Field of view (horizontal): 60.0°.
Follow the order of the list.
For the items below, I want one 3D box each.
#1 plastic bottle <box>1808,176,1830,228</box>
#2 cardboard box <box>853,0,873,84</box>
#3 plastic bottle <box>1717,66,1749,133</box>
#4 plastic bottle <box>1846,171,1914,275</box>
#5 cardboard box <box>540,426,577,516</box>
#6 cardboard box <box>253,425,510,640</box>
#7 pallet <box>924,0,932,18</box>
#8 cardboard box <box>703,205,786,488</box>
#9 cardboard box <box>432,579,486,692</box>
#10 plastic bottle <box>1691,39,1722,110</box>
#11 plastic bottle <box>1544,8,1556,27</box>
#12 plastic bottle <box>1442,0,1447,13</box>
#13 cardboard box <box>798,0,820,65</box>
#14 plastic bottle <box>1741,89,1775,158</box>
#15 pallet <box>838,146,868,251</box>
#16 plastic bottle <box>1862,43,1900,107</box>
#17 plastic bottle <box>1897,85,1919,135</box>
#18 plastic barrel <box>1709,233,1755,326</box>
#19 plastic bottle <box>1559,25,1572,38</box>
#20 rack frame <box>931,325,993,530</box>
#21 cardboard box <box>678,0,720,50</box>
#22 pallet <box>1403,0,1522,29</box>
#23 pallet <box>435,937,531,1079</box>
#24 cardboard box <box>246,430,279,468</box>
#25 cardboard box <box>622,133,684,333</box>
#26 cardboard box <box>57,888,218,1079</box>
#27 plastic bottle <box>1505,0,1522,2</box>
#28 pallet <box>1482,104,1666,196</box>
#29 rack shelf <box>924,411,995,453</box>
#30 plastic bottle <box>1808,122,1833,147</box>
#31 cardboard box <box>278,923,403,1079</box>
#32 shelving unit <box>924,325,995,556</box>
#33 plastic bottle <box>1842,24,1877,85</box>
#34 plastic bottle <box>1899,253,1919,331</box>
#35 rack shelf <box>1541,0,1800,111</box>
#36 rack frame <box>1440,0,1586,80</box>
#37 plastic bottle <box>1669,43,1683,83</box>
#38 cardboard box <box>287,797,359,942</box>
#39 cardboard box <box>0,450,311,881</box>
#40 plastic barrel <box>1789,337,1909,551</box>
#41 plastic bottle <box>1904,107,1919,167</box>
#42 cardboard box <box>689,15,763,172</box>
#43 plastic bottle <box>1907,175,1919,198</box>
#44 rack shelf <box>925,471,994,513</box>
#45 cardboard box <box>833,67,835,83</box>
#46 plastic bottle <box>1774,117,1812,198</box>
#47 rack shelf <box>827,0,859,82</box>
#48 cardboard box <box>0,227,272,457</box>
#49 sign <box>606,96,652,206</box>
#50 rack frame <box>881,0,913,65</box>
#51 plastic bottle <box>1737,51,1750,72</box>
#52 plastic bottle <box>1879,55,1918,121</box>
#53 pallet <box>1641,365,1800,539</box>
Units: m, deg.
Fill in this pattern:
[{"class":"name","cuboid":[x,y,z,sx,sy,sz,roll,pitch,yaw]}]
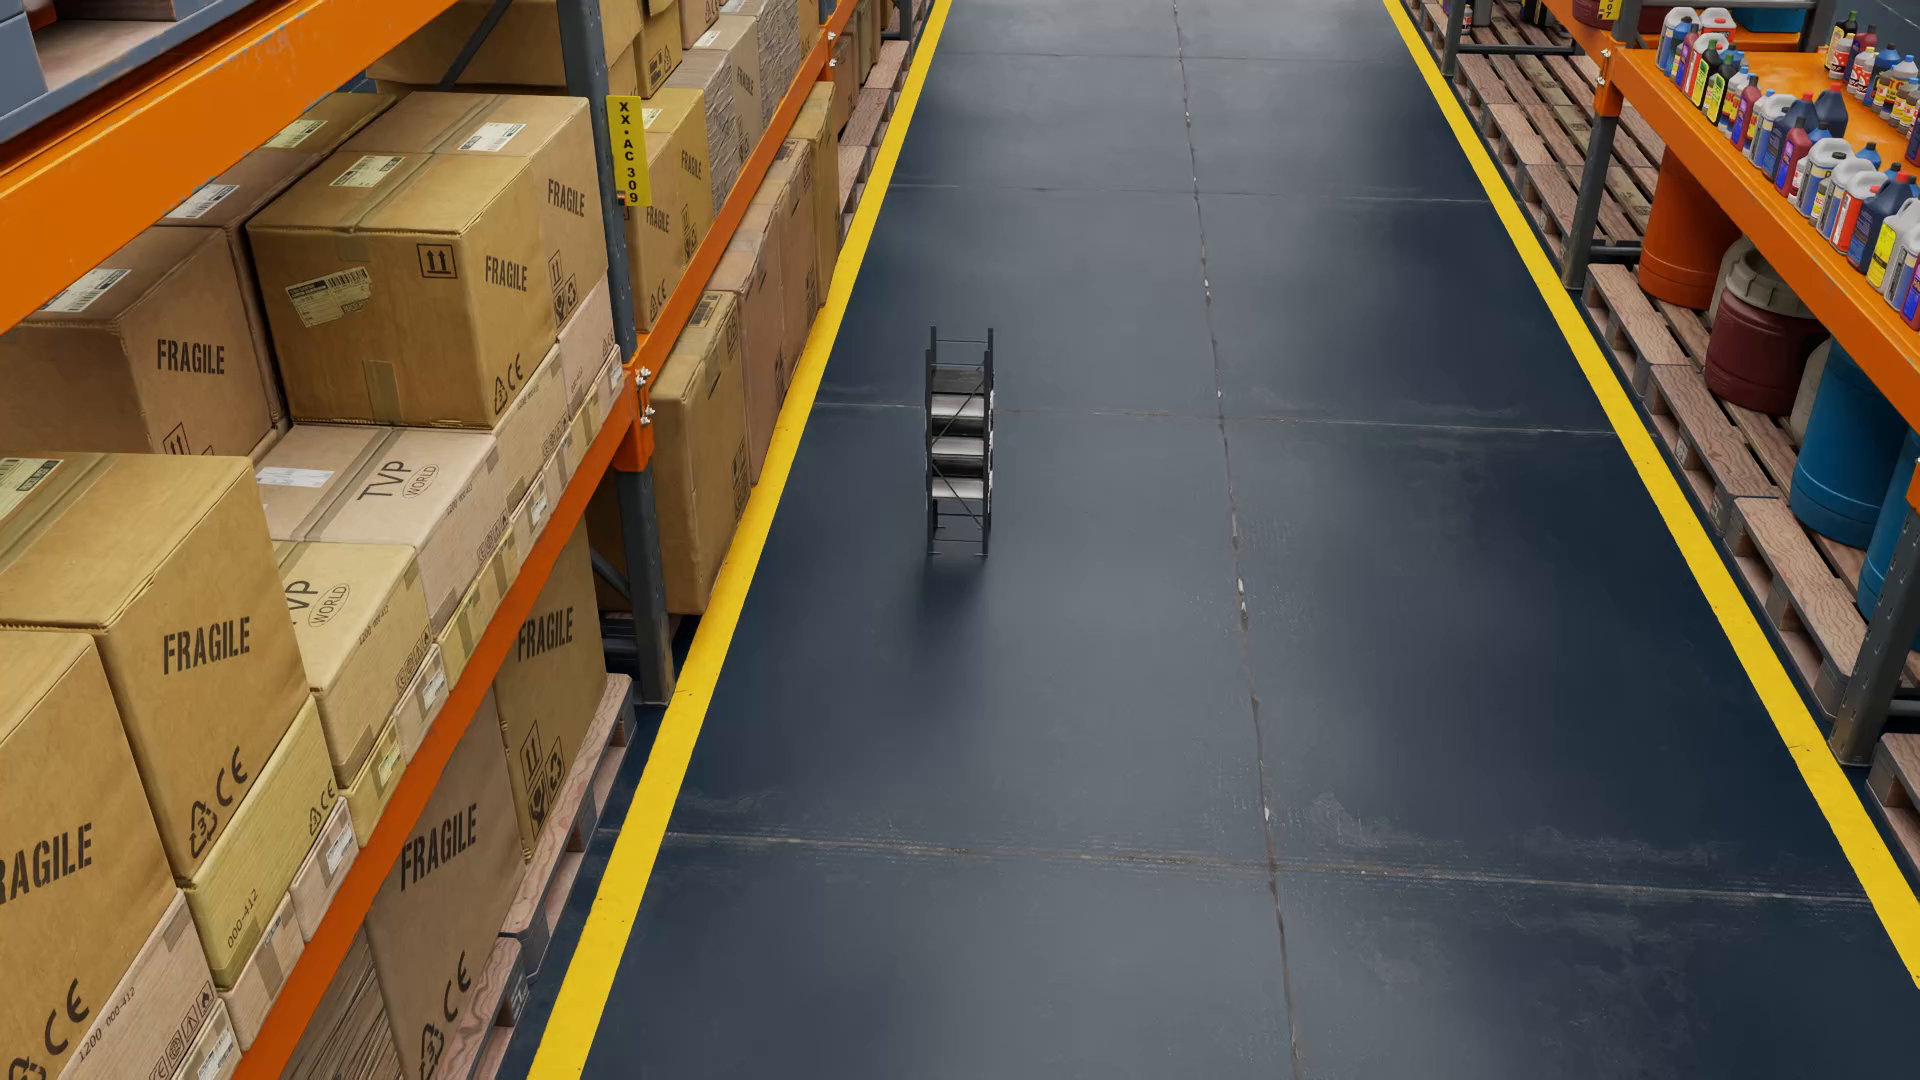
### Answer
[{"class":"plastic bottle","cuboid":[3.199,-1.255,6.116,0.097,0.201,0.097,0,32,0]},{"class":"cardboard box","cuboid":[-0.989,-3.482,11.504,0.700,0.500,0.500,2,32,4]},{"class":"plastic bottle","cuboid":[3.290,-1.865,7.040,0.097,0.271,0.097,0,32,0]},{"class":"plastic bottle","cuboid":[3.189,-1.103,5.727,0.144,0.351,0.185,2,32,4]},{"class":"cardboard box","cuboid":[-1.251,-0.195,4.446,0.380,0.149,0.250,2,32,3]},{"class":"cardboard box","cuboid":[-1.366,-0.027,3.794,0.500,0.250,0.500,3,32,5]},{"class":"pallet","cuboid":[-0.743,-4.732,14.228,1.003,0.211,1.213,2,32,4]},{"class":"cardboard box","cuboid":[-1.407,-0.821,6.848,1.225,0.875,0.875,1,32,2]},{"class":"cardboard box","cuboid":[-1.314,0.208,3.792,0.380,0.149,0.250,2,32,3]},{"class":"plastic bottle","cuboid":[3.300,-2.052,7.332,0.061,0.283,0.133,2,32,4]},{"class":"plastic bottle","cuboid":[4.539,-4.062,12.658,0.152,0.276,0.135,4,32,6]},{"class":"plastic bottle","cuboid":[3.829,-4.283,13.010,0.061,0.283,0.133,5,32,7]},{"class":"cardboard box","cuboid":[-0.978,-2.610,8.030,0.500,0.500,0.500,3,32,5]},{"class":"plastic bottle","cuboid":[3.263,-1.693,6.761,0.097,0.271,0.097,0,32,0]},{"class":"pallet","cuboid":[-1.120,-2.057,9.887,1.003,0.211,1.213,2,32,4]},{"class":"plastic bottle","cuboid":[4.081,-2.057,7.352,0.097,0.271,0.097,0,32,0]},{"class":"plastic bottle","cuboid":[4.050,-1.824,7.040,0.097,0.201,0.097,0,32,0]},{"class":"plastic barrel","cuboid":[3.772,-1.188,7.790,0.421,0.512,0.421,0,32,0]},{"class":"plastic bottle","cuboid":[4.540,-3.889,12.383,0.097,0.271,0.097,0,32,0]},{"class":"rack frame","cuboid":[0.008,-0.432,6.593,0.240,0.900,0.006,2,32,4]},{"class":"cardboard box","cuboid":[-1.365,-2.232,6.461,0.797,0.503,0.637,3,32,6]},{"class":"pallet","cuboid":[4.270,-4.518,13.879,1.003,0.211,1.213,2,32,4]},{"class":"pallet","cuboid":[-1.748,1.477,4.152,1.003,0.211,1.213,2,32,4]},{"class":"cardboard box","cuboid":[-1.892,-0.041,3.817,0.500,0.250,0.500,3,32,5]},{"class":"cardboard box","cuboid":[-1.224,-1.016,5.445,0.500,0.500,0.500,3,32,4]},{"class":"cardboard box","cuboid":[-1.493,0.773,2.496,0.500,0.250,0.500,2,32,3]},{"class":"plastic bottle","cuboid":[4.457,-4.462,13.308,0.152,0.276,0.135,2,32,4]},{"class":"pallet","cuboid":[3.955,-2.477,10.567,1.003,0.211,1.213,2,32,4]},{"class":"rack shelf","cuboid":[-0.001,-0.427,6.477,0.258,0.077,0.200,2,32,4]},{"class":"plastic bottle","cuboid":[3.290,-1.473,6.404,0.097,0.271,0.097,0,32,0]},{"class":"cardboard box","cuboid":[-1.790,1.259,3.472,0.875,0.875,0.875,2,32,4]},{"class":"shelving unit","cuboid":[-0.001,-0.379,6.507,0.258,0.900,0.210,2,32,4]},{"class":"plastic bottle","cuboid":[4.125,-2.224,7.611,0.061,0.283,0.133,2,32,4]},{"class":"plastic bottle","cuboid":[3.109,-0.826,5.342,0.061,0.283,0.133,2,32,4]},{"class":"rack shelf","cuboid":[3.914,-3.364,10.035,1.077,0.370,4.000,2,32,4]},{"class":"rack frame","cuboid":[4.077,-4.716,11.543,1.000,3.000,0.127,2,32,4]},{"class":"plastic bottle","cuboid":[3.349,-2.217,7.677,0.097,0.201,0.097,0,32,0]},{"class":"cardboard box","cuboid":[-1.377,0.611,3.140,0.380,0.149,0.250,2,32,3]},{"class":"cardboard box","cuboid":[-1.452,0.193,2.722,0.500,0.500,0.500,2,32,3]},{"class":"plastic barrel","cuboid":[3.545,-0.472,6.256,0.600,0.901,0.708,2,32,4]},{"class":"plastic bottle","cuboid":[3.892,-1.656,6.690,0.061,0.283,0.133,2,32,4]},{"class":"cardboard box","cuboid":[-1.106,-1.811,6.735,0.500,0.500,0.500,3,32,5]},{"class":"plastic bottle","cuboid":[3.332,-1.157,5.891,0.097,0.271,0.097,0,32,0]},{"class":"rack shelf","cuboid":[-0.001,-0.197,6.619,0.258,0.077,0.200,2,32,4]},{"class":"cardboard box","cuboid":[-1.118,-2.601,10.074,0.700,0.500,0.500,0,32,0]},{"class":"plastic bottle","cuboid":[3.209,-1.472,6.391,0.061,0.283,0.133,2,32,4]},{"class":"rack shelf","cuboid":[-1.022,-3.575,10.378,1.077,0.370,4.000,2,32,4]},{"class":"cardboard box","cuboid":[-1.890,-0.357,3.615,0.500,0.500,0.500,1,32,2]},{"class":"sign","cuboid":[-0.958,-1.123,4.813,0.100,0.325,0.005,2,32,4]},{"class":"rack frame","cuboid":[-0.860,-4.927,11.886,1.000,3.000,0.127,2,32,4]},{"class":"plastic bottle","cuboid":[3.482,-2.089,7.471,0.097,0.201,0.097,0,32,0]},{"class":"plastic bottle","cuboid":[4.065,-1.956,7.187,0.097,0.271,0.097,0,32,0]},{"class":"pallet","cuboid":[3.627,-0.387,7.176,1.003,0.211,1.213,2,32,4]}]
